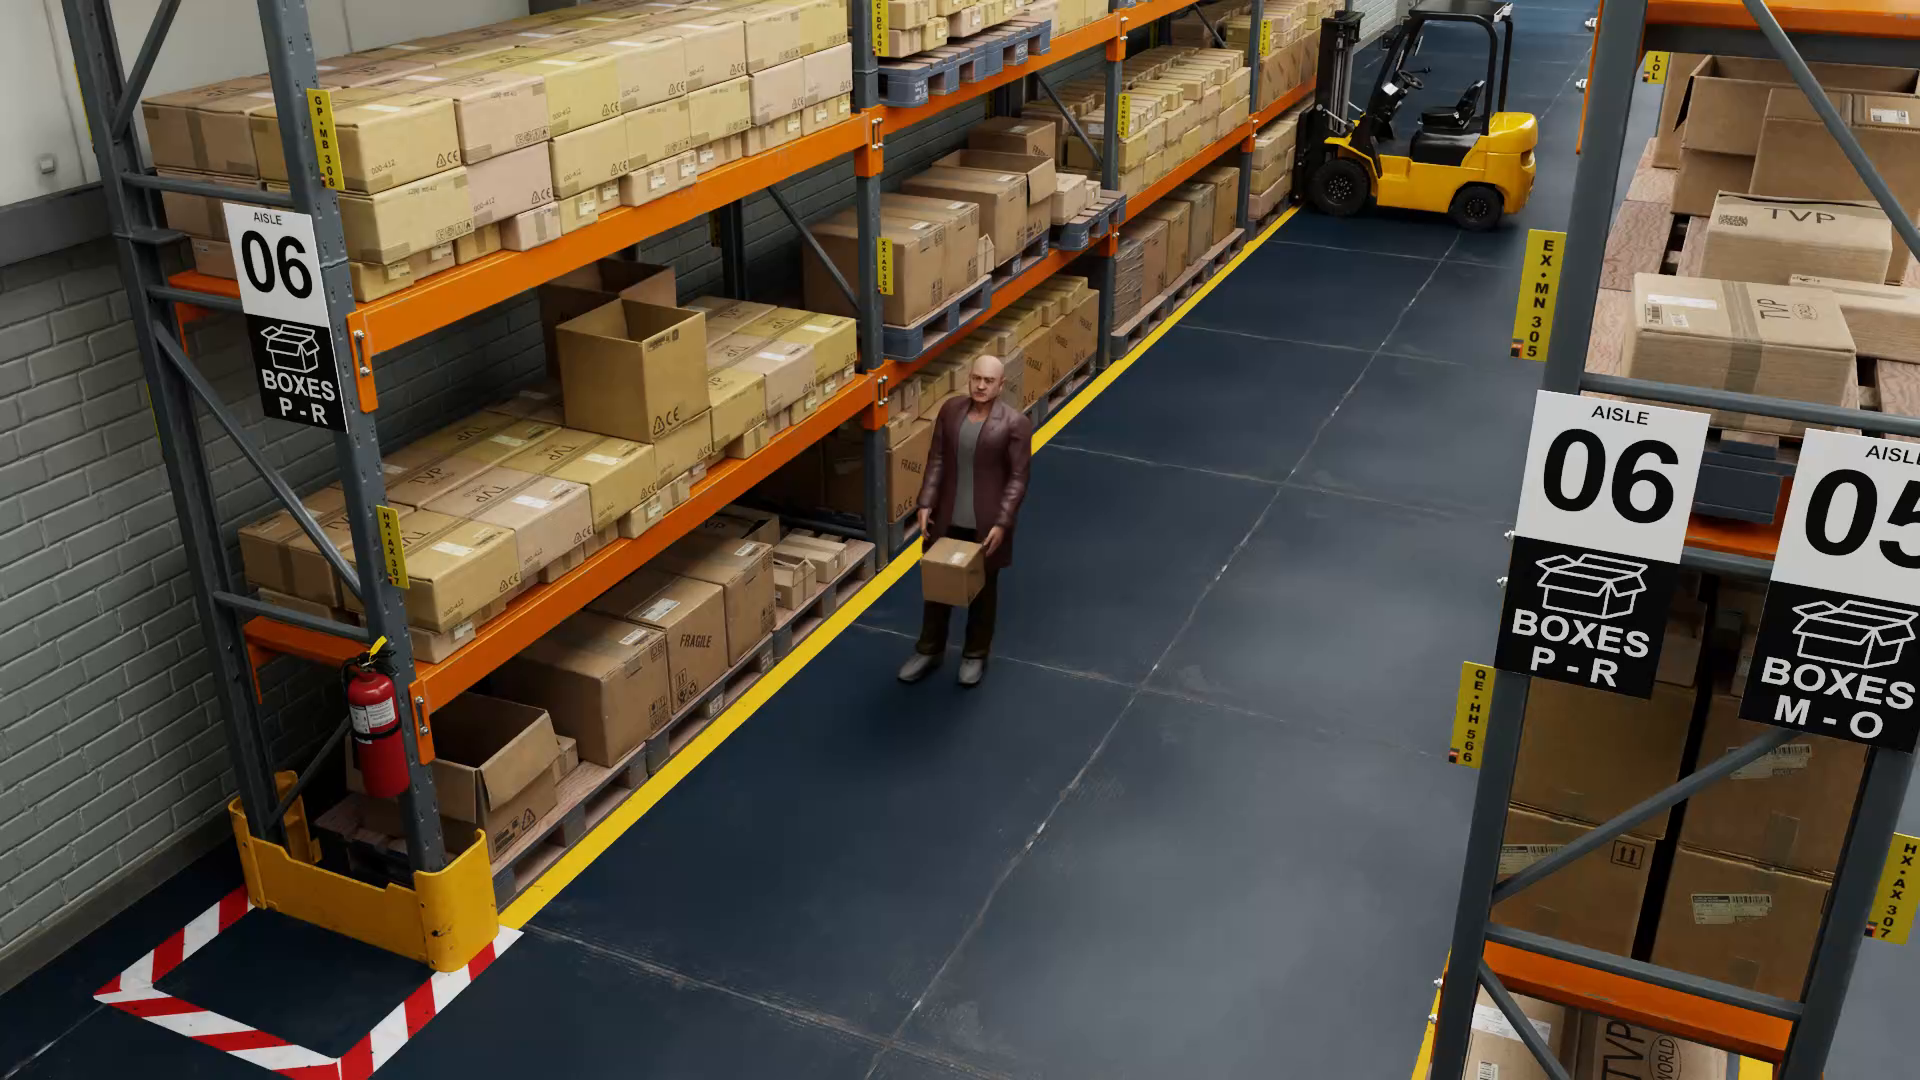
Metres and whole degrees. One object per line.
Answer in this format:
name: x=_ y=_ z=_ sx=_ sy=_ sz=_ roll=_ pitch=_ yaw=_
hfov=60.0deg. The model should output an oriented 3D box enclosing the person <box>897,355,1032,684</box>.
person: x=0.034 y=-0.080 z=8.779 sx=0.607 sy=1.776 sz=0.575 roll=12 pitch=28 yaw=23
